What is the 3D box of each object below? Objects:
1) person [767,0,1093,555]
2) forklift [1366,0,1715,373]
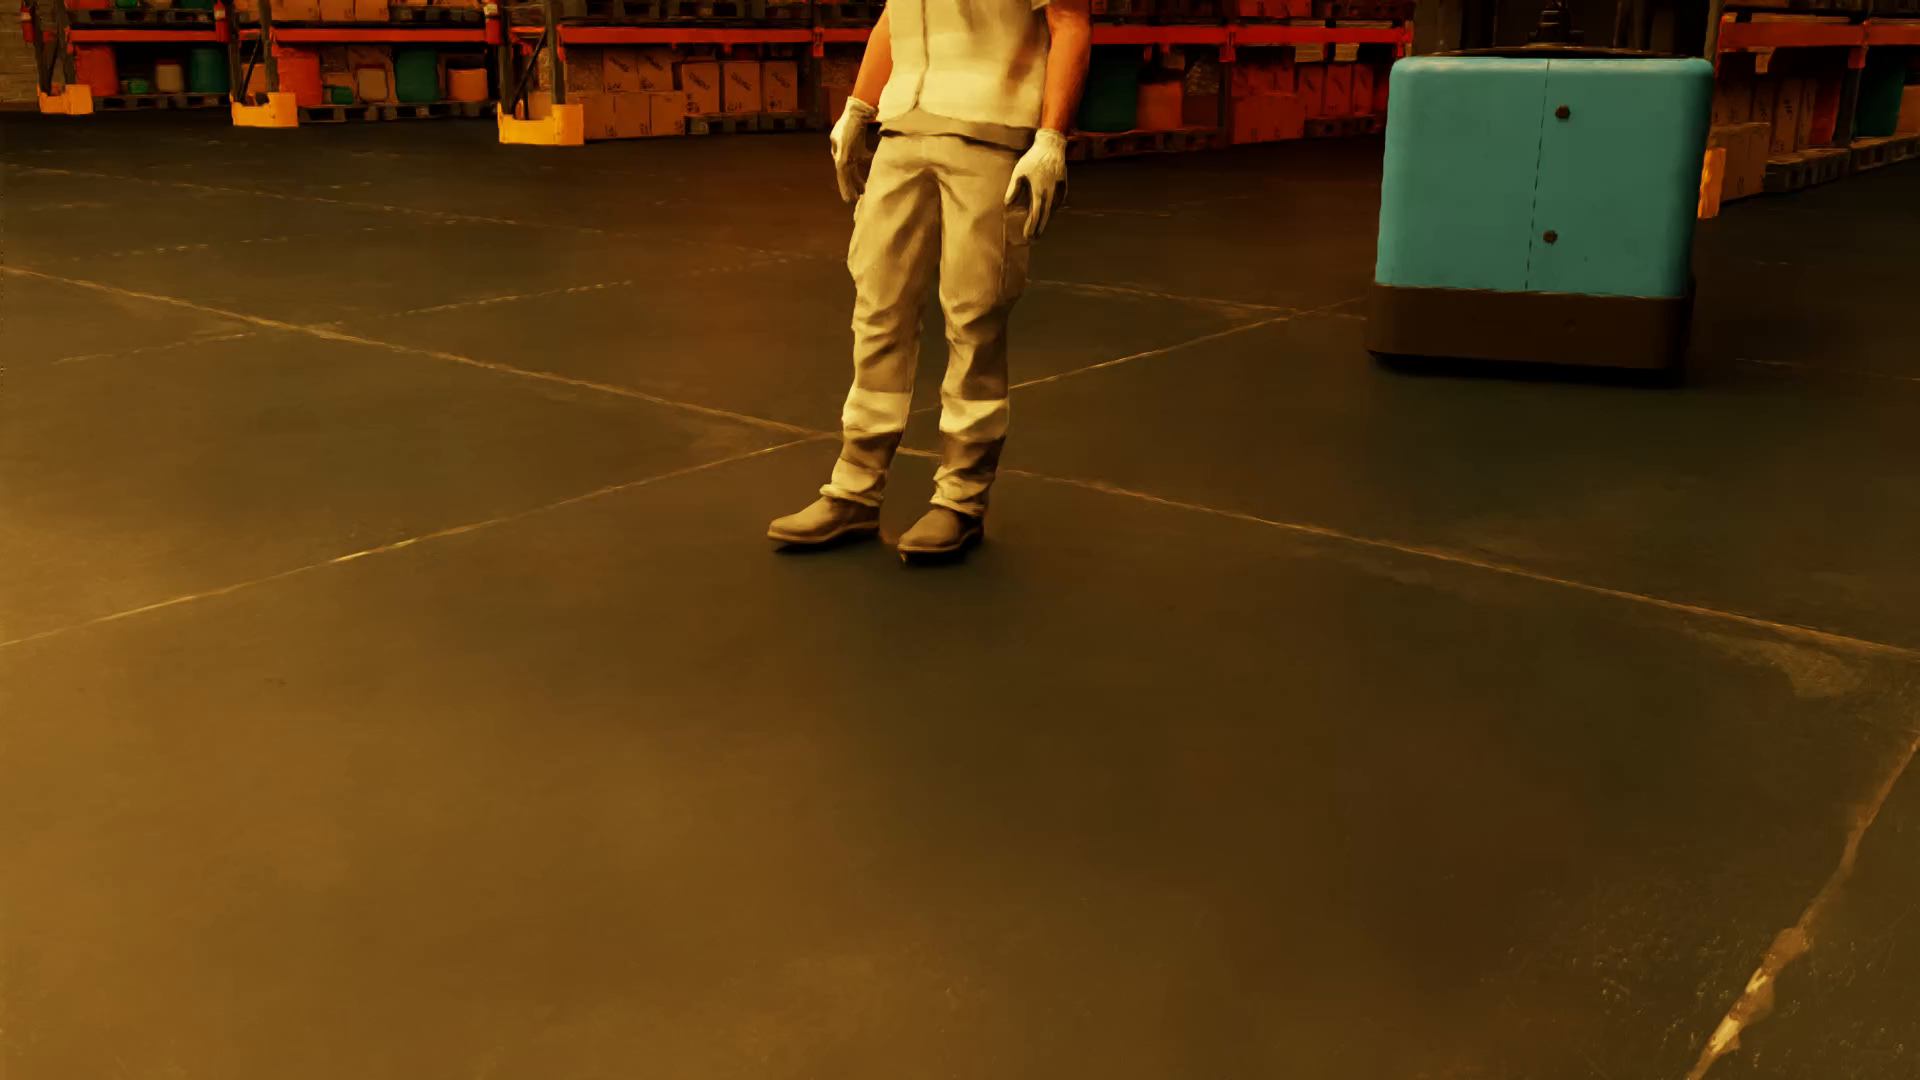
[{"bbox_3d":[-0.060,-0.847,3.627,0.637,1.787,0.563,13,21,37],"label":"person"},{"bbox_3d":[2.426,-2.361,6.673,1.130,2.935,3.031,6,18,19],"label":"forklift"}]
